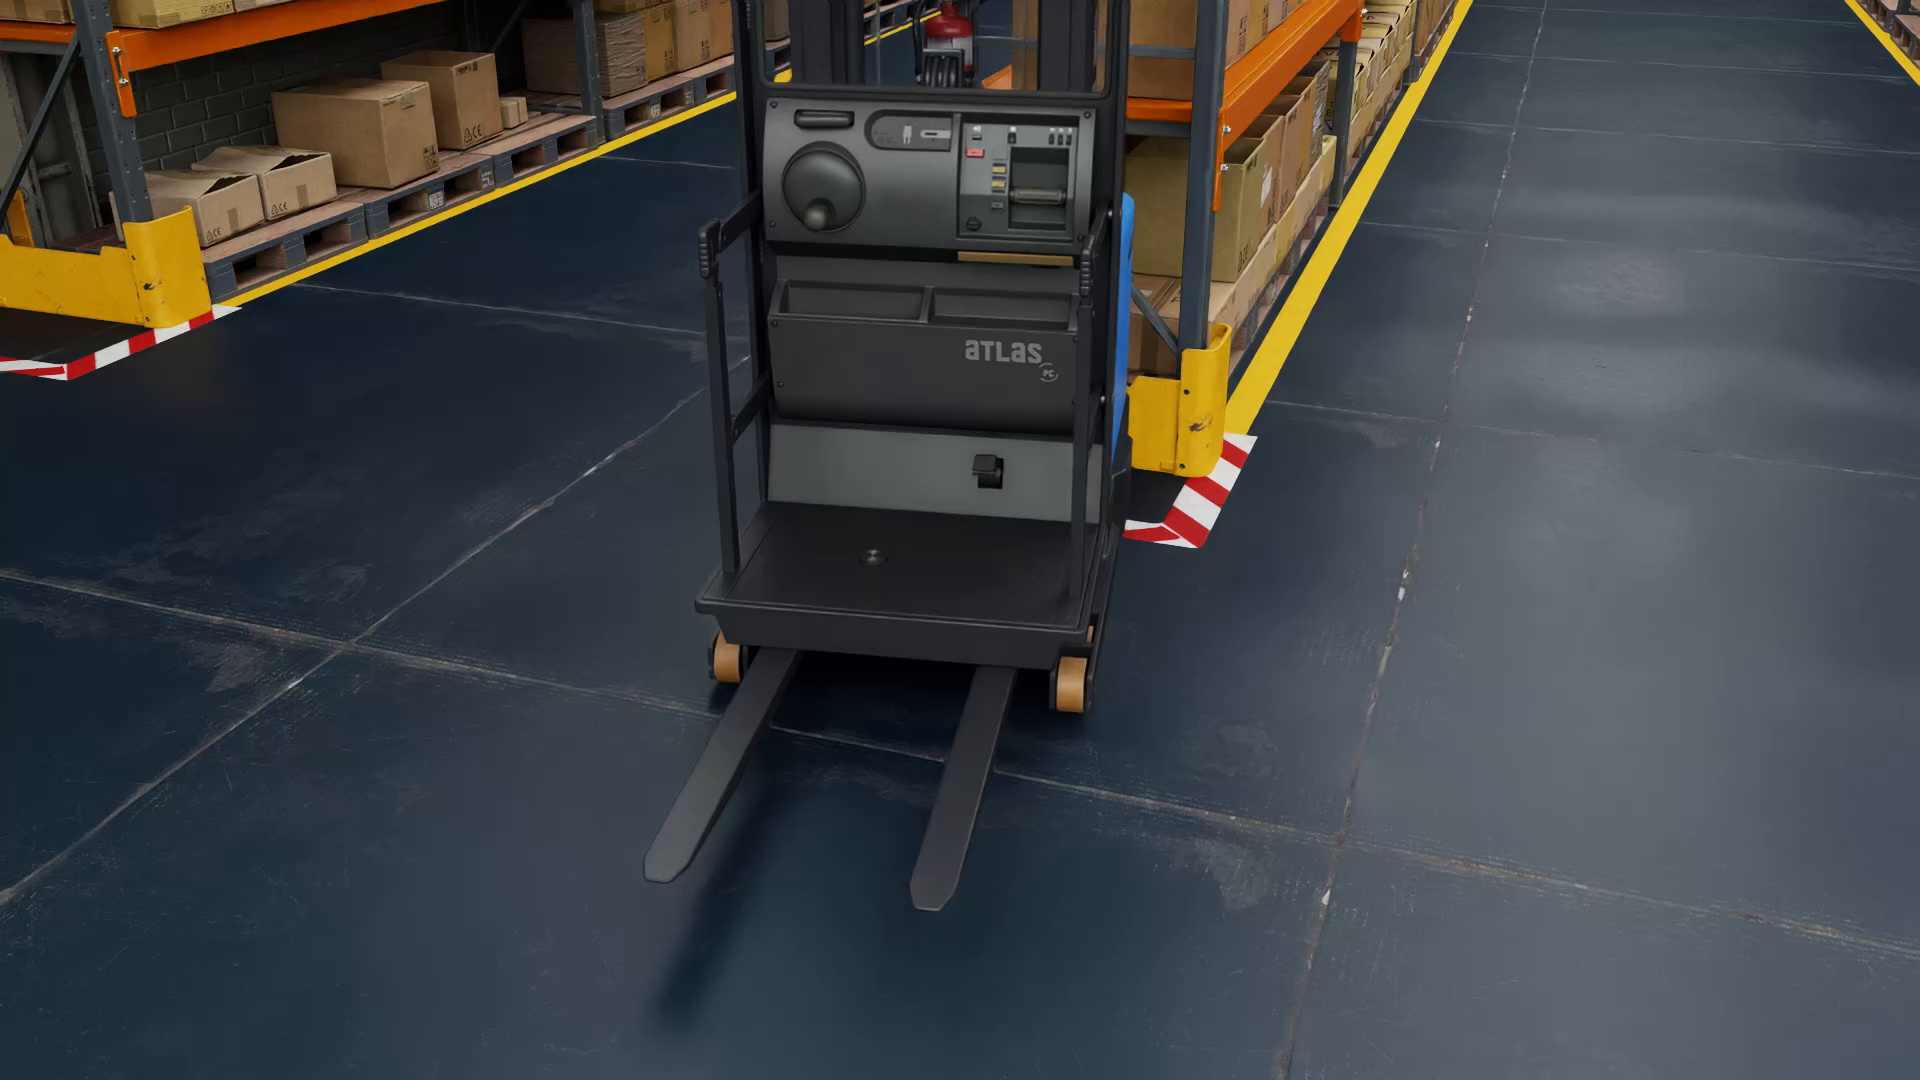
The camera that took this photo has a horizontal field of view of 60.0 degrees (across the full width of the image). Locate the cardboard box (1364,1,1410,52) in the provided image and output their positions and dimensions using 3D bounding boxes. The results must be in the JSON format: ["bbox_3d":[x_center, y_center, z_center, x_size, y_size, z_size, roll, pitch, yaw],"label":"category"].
[{"bbox_3d":[2.991,-3.767,12.118,0.500,0.311,0.500,8,27,17],"label":"cardboard box"}]

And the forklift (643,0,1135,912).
[{"bbox_3d":[-0.124,-0.994,4.439,1.130,2.935,3.031,4,26,8],"label":"forklift"}]

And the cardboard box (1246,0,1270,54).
[{"bbox_3d":[0.946,-2.396,7.142,0.700,0.500,0.500,9,27,18],"label":"cardboard box"}]

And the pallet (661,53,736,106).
[{"bbox_3d":[-2.241,-3.670,13.088,1.003,0.211,1.213,9,27,17],"label":"pallet"}]

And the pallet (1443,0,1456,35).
[{"bbox_3d":[4.196,-5.078,15.995,1.003,0.211,1.213,9,27,17],"label":"pallet"}]

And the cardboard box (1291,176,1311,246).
[{"bbox_3d":[1.493,-1.703,8.498,0.500,0.250,0.500,9,27,17],"label":"cardboard box"}]

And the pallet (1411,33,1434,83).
[{"bbox_3d":[3.384,-4.075,13.924,1.003,0.211,1.213,9,27,17],"label":"pallet"}]

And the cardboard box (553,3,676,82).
[{"bbox_3d":[-2.550,-3.699,12.312,0.700,0.500,0.500,8,27,16],"label":"cardboard box"}]

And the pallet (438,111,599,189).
[{"bbox_3d":[-3.094,-2.566,10.807,1.003,0.211,1.213,9,27,17],"label":"pallet"}]

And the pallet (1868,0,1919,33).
[{"bbox_3d":[9.309,-5.005,15.846,1.003,0.211,1.213,9,27,17],"label":"pallet"}]

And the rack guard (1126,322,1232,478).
[{"bbox_3d":[0.430,-0.606,6.429,1.175,0.500,0.348,9,27,17],"label":"rack guard"}]

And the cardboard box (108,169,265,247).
[{"bbox_3d":[-3.919,-1.717,8.435,0.500,0.311,0.500,6,26,12],"label":"cardboard box"}]

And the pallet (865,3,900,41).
[{"bbox_3d":[-1.239,-4.804,15.429,1.003,0.211,1.213,9,27,17],"label":"pallet"}]

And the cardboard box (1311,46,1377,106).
[{"bbox_3d":[2.313,-2.928,10.384,0.500,0.311,0.500,8,27,17],"label":"cardboard box"}]

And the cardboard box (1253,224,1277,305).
[{"bbox_3d":[1.156,-1.292,7.650,0.500,0.250,0.500,9,27,17],"label":"cardboard box"}]

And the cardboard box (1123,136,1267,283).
[{"bbox_3d":[0.991,-1.424,7.062,0.500,0.500,0.500,9,27,17],"label":"cardboard box"}]

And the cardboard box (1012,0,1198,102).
[{"bbox_3d":[0.605,-1.976,6.275,0.700,0.500,0.500,9,27,17],"label":"cardboard box"}]

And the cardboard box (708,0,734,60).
[{"bbox_3d":[-2.183,-4.112,13.164,0.700,0.500,0.500,9,27,17],"label":"cardboard box"}]

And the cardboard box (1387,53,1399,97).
[{"bbox_3d":[2.817,-3.310,11.818,0.500,0.250,0.500,9,27,19],"label":"cardboard box"}]

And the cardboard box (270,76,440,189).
[{"bbox_3d":[-3.438,-2.331,9.485,0.700,0.500,0.500,7,27,14],"label":"cardboard box"}]

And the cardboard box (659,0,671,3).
[{"bbox_3d":[-2.361,-4.213,12.512,0.500,0.250,0.500,8,27,16],"label":"cardboard box"}]

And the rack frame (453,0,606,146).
[{"bbox_3d":[-2.903,-4.102,10.780,1.000,3.000,0.127,9,27,17],"label":"rack frame"}]

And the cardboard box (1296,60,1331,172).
[{"bbox_3d":[1.644,-2.248,8.764,0.500,0.500,0.500,9,27,17],"label":"cardboard box"}]

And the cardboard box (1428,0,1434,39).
[{"bbox_3d":[3.690,-4.463,13.890,0.500,0.500,0.500,8,27,16],"label":"cardboard box"}]

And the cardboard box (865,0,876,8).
[{"bbox_3d":[-1.204,-5.250,15.137,0.750,0.750,0.750,8,27,17],"label":"cardboard box"}]

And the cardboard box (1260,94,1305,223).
[{"bbox_3d":[1.328,-1.834,7.909,0.500,0.500,0.500,9,27,17],"label":"cardboard box"}]

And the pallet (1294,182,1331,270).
[{"bbox_3d":[1.465,-1.809,9.244,1.003,0.211,1.213,9,27,17],"label":"pallet"}]

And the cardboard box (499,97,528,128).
[{"bbox_3d":[-3.053,-2.800,10.838,0.380,0.166,0.250,5,26,11],"label":"cardboard box"}]

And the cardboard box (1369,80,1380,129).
[{"bbox_3d":[2.478,-2.889,10.949,0.500,0.250,0.500,8,27,16],"label":"cardboard box"}]

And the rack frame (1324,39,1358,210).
[{"bbox_3d":[1.769,-3.385,9.299,1.000,3.000,0.127,9,27,17],"label":"rack frame"}]

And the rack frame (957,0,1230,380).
[{"bbox_3d":[0.438,-1.741,5.904,1.000,3.000,0.127,9,27,17],"label":"rack frame"}]

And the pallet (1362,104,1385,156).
[{"bbox_3d":[2.382,-2.941,11.583,1.003,0.211,1.213,9,27,17],"label":"pallet"}]

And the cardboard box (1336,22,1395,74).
[{"bbox_3d":[2.652,-3.355,11.266,0.500,0.311,0.500,10,27,19],"label":"cardboard box"}]

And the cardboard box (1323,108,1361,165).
[{"bbox_3d":[2.137,-2.466,10.075,0.500,0.250,0.500,8,27,16],"label":"cardboard box"}]

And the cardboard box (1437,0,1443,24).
[{"bbox_3d":[4.031,-4.884,14.759,0.500,0.500,0.500,8,27,16],"label":"cardboard box"}]

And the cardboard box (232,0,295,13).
[{"bbox_3d":[-3.613,-2.770,8.177,0.500,0.250,0.500,8,27,16],"label":"cardboard box"}]

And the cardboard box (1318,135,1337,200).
[{"bbox_3d":[1.821,-2.114,9.348,0.500,0.250,0.500,9,27,17],"label":"cardboard box"}]

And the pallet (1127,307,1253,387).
[{"bbox_3d":[0.653,-0.807,7.173,1.003,0.211,1.213,9,27,17],"label":"pallet"}]

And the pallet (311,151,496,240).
[{"bbox_3d":[-3.498,-2.063,9.768,1.003,0.211,1.213,9,27,17],"label":"pallet"}]

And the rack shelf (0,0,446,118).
[{"bbox_3d":[-3.569,-2.956,9.239,1.077,0.370,4.000,9,27,17],"label":"rack shelf"}]

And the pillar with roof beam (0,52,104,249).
[{"bbox_3d":[-0.758,-4.947,5.641,9.100,9.000,0.400,9,27,17],"label":"pillar with roof beam"}]

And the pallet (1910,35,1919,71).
[{"bbox_3d":[8.401,-3.884,13.529,1.003,0.211,1.213,9,27,17],"label":"pallet"}]

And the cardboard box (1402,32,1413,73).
[{"bbox_3d":[3.155,-3.729,12.682,0.500,0.250,0.500,9,27,19],"label":"cardboard box"}]

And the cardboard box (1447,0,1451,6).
[{"bbox_3d":[4.365,-5.299,15.616,0.500,0.500,0.500,9,27,18],"label":"cardboard box"}]

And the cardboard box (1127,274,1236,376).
[{"bbox_3d":[0.826,-0.881,6.800,0.500,0.250,0.500,9,27,17],"label":"cardboard box"}]

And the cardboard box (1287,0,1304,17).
[{"bbox_3d":[1.287,-2.823,8.025,0.700,0.500,0.500,9,27,18],"label":"cardboard box"}]
